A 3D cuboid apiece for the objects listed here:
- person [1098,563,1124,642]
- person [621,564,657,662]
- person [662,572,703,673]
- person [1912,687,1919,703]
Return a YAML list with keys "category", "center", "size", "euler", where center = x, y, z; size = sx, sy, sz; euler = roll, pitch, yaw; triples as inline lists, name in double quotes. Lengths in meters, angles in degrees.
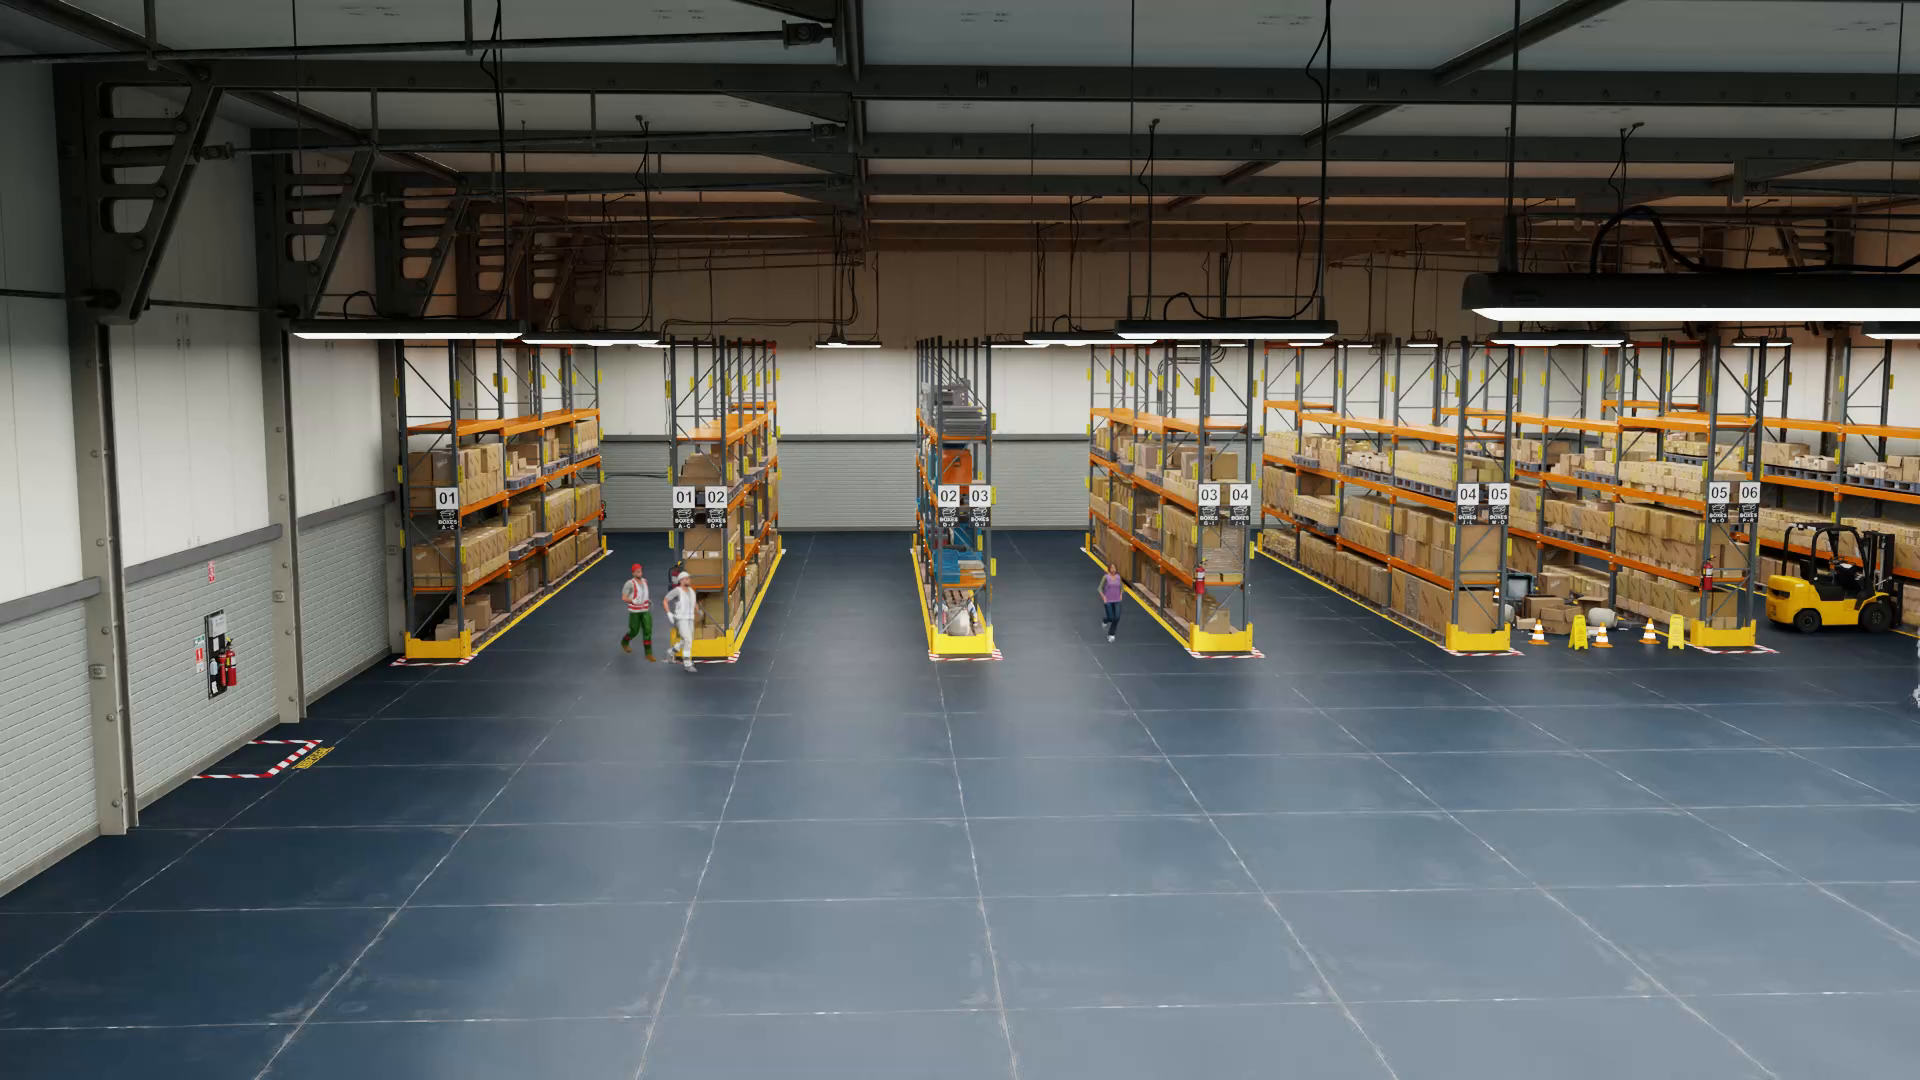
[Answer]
- category: "person"
  center: [3.004, 1.222, 33.019]
  size: [0.544, 1.565, 0.560]
  euler: [-2, 7, -14]
- category: "person"
  center: [-5.968, 1.331, 30.820]
  size: [0.655, 1.793, 0.985]
  euler: [-6, 9, -44]
- category: "person"
  center: [-4.959, 1.460, 29.947]
  size: [0.813, 1.766, 0.718]
  euler: [5, 8, 36]
- category: "person"
  center: [15.517, 1.901, 26.147]
  size: [0.731, 1.812, 0.937]
  euler: [-6, 9, -41]
